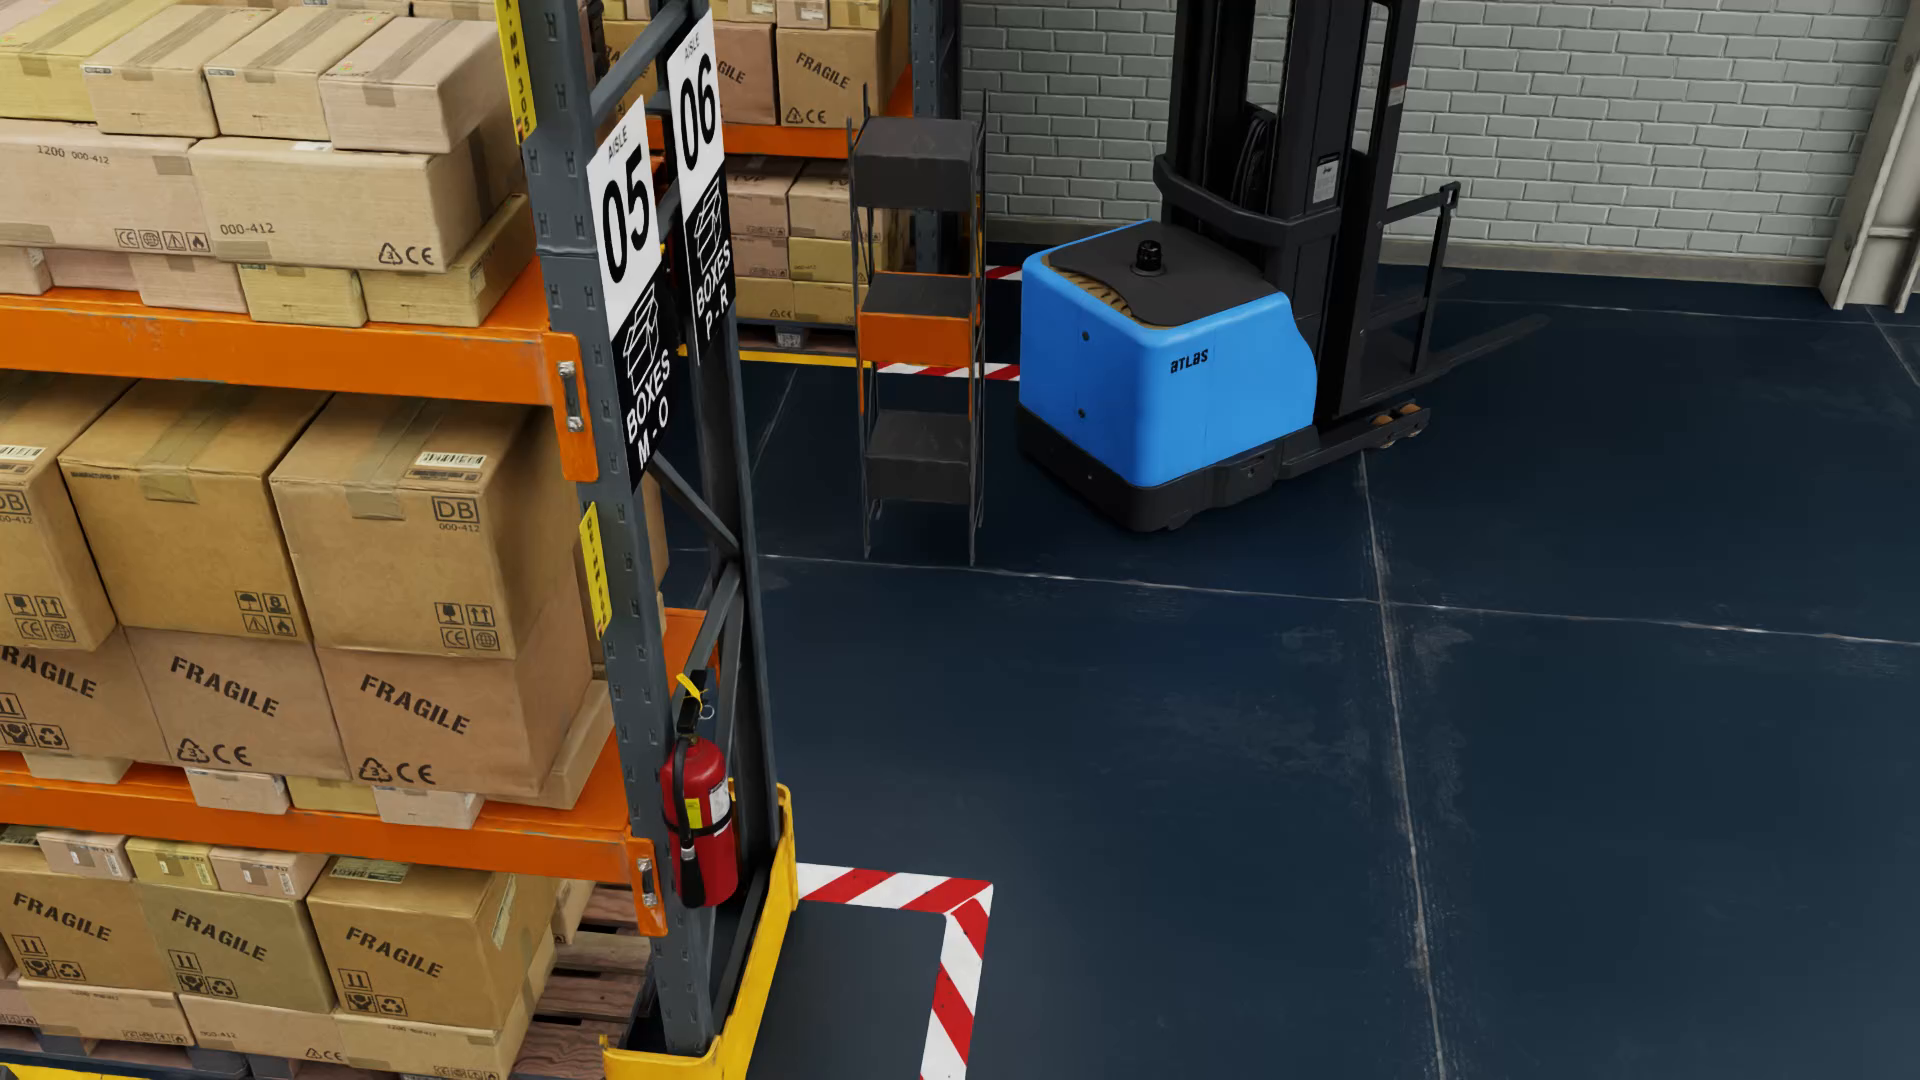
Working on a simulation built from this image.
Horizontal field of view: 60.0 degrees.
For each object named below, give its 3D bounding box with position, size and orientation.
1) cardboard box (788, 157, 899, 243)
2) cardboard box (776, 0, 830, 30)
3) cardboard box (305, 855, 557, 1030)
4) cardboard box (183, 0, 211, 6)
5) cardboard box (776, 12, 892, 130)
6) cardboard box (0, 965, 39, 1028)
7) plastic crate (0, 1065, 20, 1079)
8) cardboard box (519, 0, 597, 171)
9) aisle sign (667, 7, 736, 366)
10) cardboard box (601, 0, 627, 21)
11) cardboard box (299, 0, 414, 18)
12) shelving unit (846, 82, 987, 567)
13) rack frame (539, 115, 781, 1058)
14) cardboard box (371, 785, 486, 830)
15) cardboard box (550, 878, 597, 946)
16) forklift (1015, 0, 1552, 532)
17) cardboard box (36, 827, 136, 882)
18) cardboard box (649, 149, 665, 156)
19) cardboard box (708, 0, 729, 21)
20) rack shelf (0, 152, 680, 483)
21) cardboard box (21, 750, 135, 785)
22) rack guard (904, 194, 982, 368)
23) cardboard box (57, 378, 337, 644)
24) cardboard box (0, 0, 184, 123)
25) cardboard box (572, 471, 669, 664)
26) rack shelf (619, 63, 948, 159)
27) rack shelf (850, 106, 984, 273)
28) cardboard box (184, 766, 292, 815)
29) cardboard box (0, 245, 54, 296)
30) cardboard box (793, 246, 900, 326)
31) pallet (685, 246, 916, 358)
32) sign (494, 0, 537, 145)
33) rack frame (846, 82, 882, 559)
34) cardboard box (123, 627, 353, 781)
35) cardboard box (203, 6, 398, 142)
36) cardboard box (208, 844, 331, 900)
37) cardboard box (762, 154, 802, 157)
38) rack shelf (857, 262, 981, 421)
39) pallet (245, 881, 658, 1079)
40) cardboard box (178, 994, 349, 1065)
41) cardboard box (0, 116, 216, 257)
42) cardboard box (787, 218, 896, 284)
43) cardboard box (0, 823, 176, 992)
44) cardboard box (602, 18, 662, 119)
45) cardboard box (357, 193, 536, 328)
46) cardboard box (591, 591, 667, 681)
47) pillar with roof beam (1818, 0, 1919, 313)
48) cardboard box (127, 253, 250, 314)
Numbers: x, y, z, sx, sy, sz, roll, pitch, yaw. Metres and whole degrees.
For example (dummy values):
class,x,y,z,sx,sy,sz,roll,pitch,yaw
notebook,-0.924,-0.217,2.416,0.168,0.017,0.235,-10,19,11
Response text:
class,x,y,z,sx,sy,sz,roll,pitch,yaw
cardboard box,-0.608,-1.818,8.860,0.500,0.250,0.500,5,36,8
cardboard box,-0.748,-2.676,8.273,0.250,0.149,0.380,5,36,7
cardboard box,-1.567,1.089,5.002,0.500,0.500,0.500,4,36,6
cardboard box,-1.798,-1.357,4.017,0.250,0.149,0.380,4,36,6
cardboard box,-0.633,-2.431,8.488,0.500,0.500,0.500,4,36,5
cardboard box,-3.099,1.277,5.384,0.500,0.250,0.500,4,36,5
plastic crate,-3.254,1.836,5.108,0.583,0.080,0.402,-7,36,-10
cardboard box,-1.204,-1.117,4.023,0.500,0.250,0.500,4,36,5
aisle sign,-0.639,-0.877,4.159,0.004,0.787,0.394,4,36,6
cardboard box,-1.766,-2.755,8.384,0.250,0.149,0.380,5,36,6
cardboard box,-1.318,-1.242,3.855,0.250,0.149,0.380,4,36,6
shelving unit,-0.164,-0.867,7.157,0.503,2.100,0.431,4,36,6
rack frame,-0.740,0.355,4.670,0.127,3.000,1.000,4,36,6
cardboard box,-1.403,0.598,4.546,0.250,0.149,0.380,4,36,5
cardboard box,-1.504,1.084,5.654,0.500,0.250,0.500,4,36,6
forklift,1.784,-1.889,7.874,3.031,2.935,1.130,-21,41,-27
cardboard box,-2.450,0.796,4.855,0.250,0.149,0.380,6,36,8
cardboard box,-1.616,-1.884,8.953,0.500,0.250,0.500,5,36,7
cardboard box,-1.242,-2.755,8.384,0.250,0.149,0.380,4,36,6
rack shelf,-2.723,-0.721,4.215,4.000,0.370,1.077,4,36,6
cardboard box,-2.415,0.499,4.685,0.250,0.149,0.380,4,36,5
rack guard,-0.087,-1.486,9.402,0.348,0.500,1.175,4,36,6
cardboard box,-1.775,-0.167,4.200,0.500,0.500,0.700,5,36,6
cardboard box,-1.864,-1.041,3.574,0.250,0.149,0.380,4,36,6
cardboard box,-1.174,-0.002,4.828,0.500,0.500,0.500,4,36,5
rack shelf,-2.095,-2.360,9.094,4.000,0.370,1.077,4,36,6
rack shelf,-0.164,-1.426,6.758,0.480,0.518,0.431,4,36,6
cardboard box,-1.914,0.565,4.592,0.250,0.149,0.380,5,36,7
cardboard box,-2.135,-0.716,3.805,0.250,0.149,0.380,4,36,6
cardboard box,-0.617,-1.410,9.148,0.500,0.250,0.500,5,36,6
pallet,-0.875,-1.403,9.534,1.213,0.211,1.003,4,36,6
sign,-0.830,-0.908,3.096,0.005,0.325,0.100,4,36,6
rack frame,-0.406,-0.885,7.183,0.015,2.100,0.400,4,36,6
cardboard box,-1.809,0.272,4.444,0.500,0.500,0.500,4,36,6
cardboard box,-1.364,-0.984,3.495,0.250,0.149,0.380,5,36,7
cardboard box,-1.940,0.837,4.797,0.250,0.149,0.380,5,36,7
cardboard box,-1.060,-2.143,9.316,0.500,0.250,0.500,4,36,6
rack shelf,-0.164,-0.856,7.165,0.480,0.518,0.431,4,36,6
pallet,-1.616,1.404,5.601,1.213,0.211,1.003,4,36,6
cardboard box,-2.088,1.356,5.274,0.500,0.250,0.500,4,36,6
cardboard box,-1.779,-0.854,3.656,0.500,0.250,0.500,4,36,5
cardboard box,-0.634,-1.616,9.008,0.500,0.250,0.500,4,36,5
cardboard box,-2.585,1.011,5.111,0.500,0.500,0.500,3,36,5
cardboard box,-1.654,-2.512,8.602,0.500,0.500,0.500,4,36,5
cardboard box,-1.129,-0.629,3.683,0.250,0.149,0.380,4,36,6
cardboard box,-1.050,0.313,4.946,0.250,0.149,0.380,4,36,6
pillar with roof beam,4.716,-2.593,3.638,0.400,9.000,9.100,4,36,6
cardboard box,-1.639,-0.668,3.737,0.250,0.149,0.380,5,36,7
